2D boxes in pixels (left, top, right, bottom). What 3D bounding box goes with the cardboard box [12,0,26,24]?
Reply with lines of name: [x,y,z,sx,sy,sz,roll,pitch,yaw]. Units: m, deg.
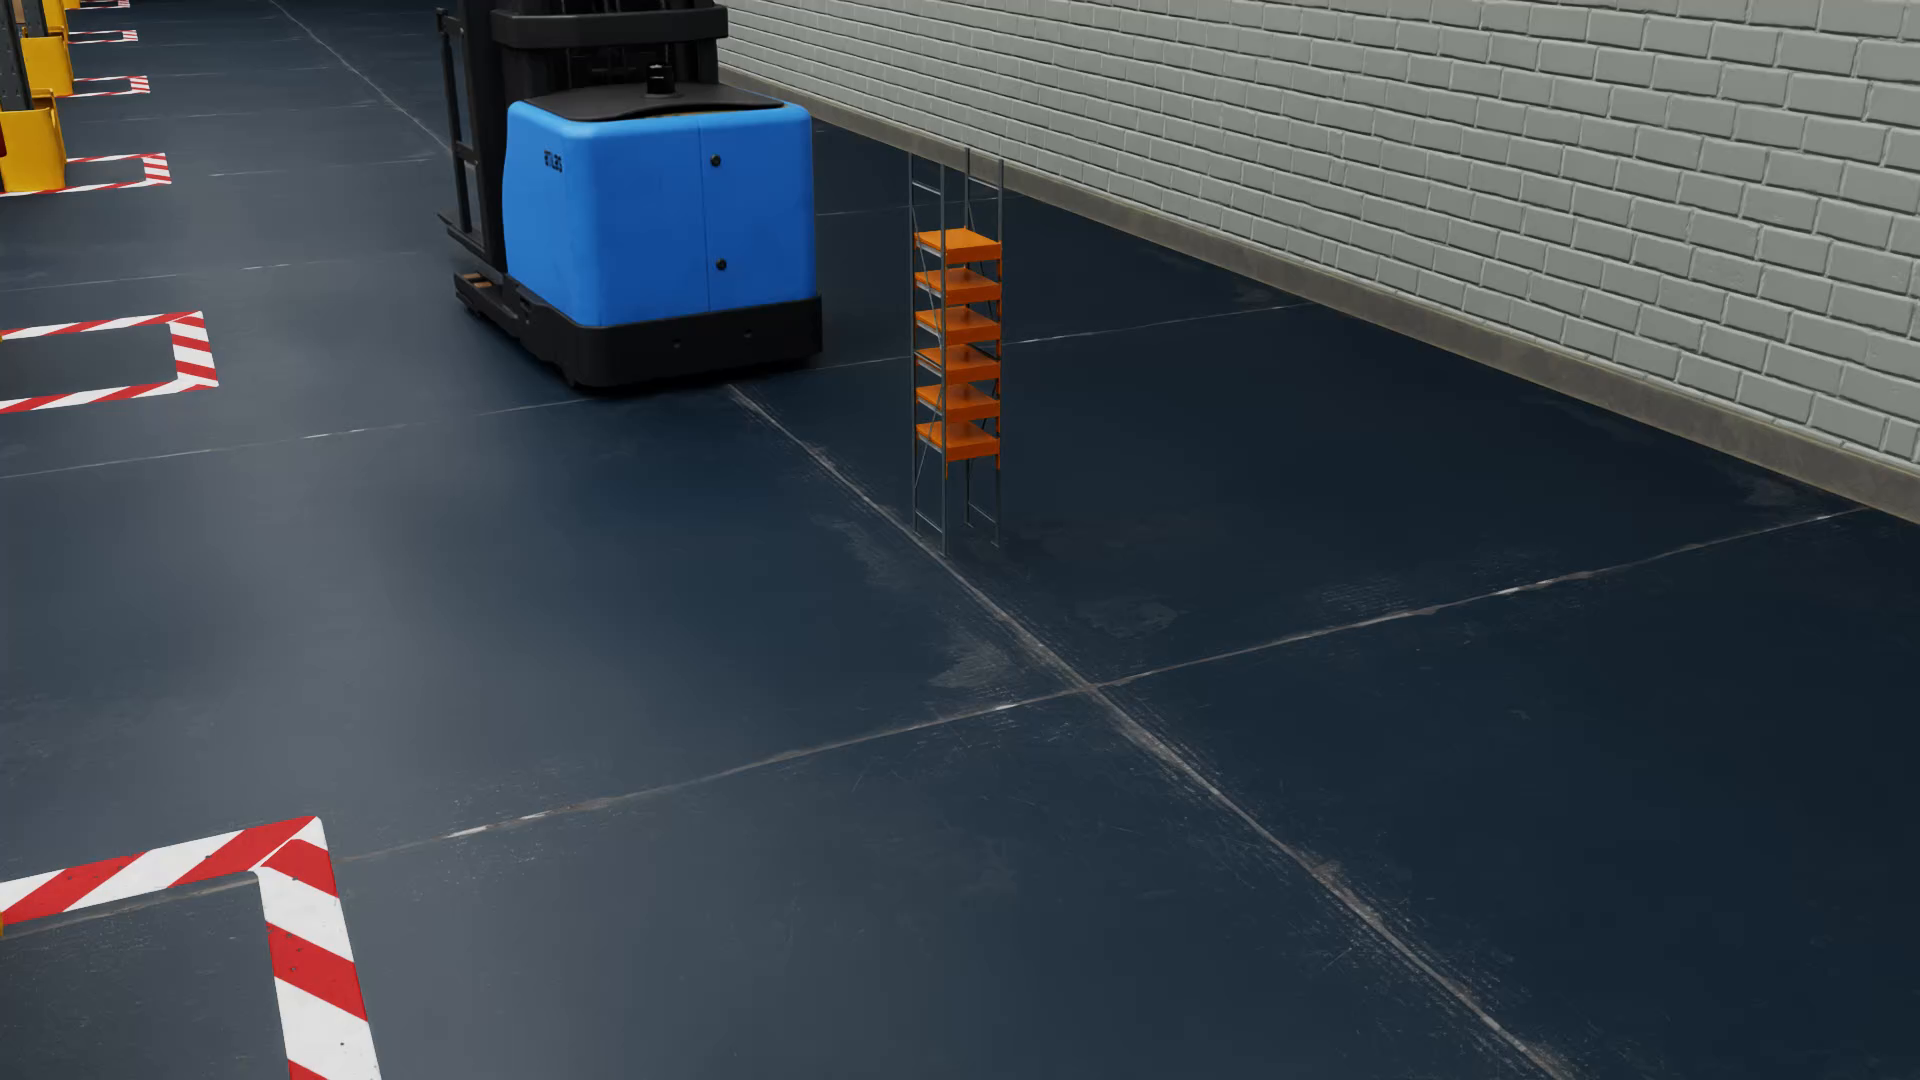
cardboard box: [-10.872,-6.104,18.766,0.500,0.500,0.500,-10,25,-24]

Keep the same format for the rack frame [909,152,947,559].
rack frame: [-0.095,-0.537,4.978,0.006,1.200,0.240,-10,25,-24]

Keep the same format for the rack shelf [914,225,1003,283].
rack shelf: [-0.013,-0.844,4.894,0.180,0.103,0.258,-10,25,-24]

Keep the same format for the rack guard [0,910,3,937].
rack guard: [-1.876,0.751,2.783,0.348,0.500,1.175,-10,25,-24]

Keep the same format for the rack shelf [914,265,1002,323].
rack shelf: [-0.013,-0.733,4.940,0.180,0.103,0.258,-10,25,-24]

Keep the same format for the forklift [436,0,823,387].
forklift: [-1.750,-2.472,7.389,1.130,2.935,3.031,-12,26,-28]

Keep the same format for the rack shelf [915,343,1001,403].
rack shelf: [-0.013,-0.511,5.032,0.180,0.103,0.258,-10,25,-24]

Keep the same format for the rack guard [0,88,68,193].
rack guard: [-6.174,-2.665,11.034,0.348,0.500,1.175,-10,25,-24]

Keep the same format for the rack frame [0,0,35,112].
rack frame: [-6.195,-3.816,10.546,0.127,3.000,1.000,-10,25,-24]

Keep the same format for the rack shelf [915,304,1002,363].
rack shelf: [-0.013,-0.622,4.986,0.180,0.103,0.258,-10,25,-24]

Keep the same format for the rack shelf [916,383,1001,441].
rack shelf: [-0.013,-0.400,5.078,0.180,0.103,0.258,-10,25,-24]

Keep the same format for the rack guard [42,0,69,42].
rack guard: [-10.557,-6.063,19.243,0.348,0.500,1.175,-10,25,-24]

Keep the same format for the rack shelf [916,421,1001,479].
rack shelf: [-0.013,-0.289,5.124,0.180,0.103,0.258,-10,25,-24]

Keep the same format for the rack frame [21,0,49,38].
rack frame: [-8.344,-5.523,14.670,0.127,3.000,1.000,-10,25,-24]

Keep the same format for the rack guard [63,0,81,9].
rack guard: [-12.619,-7.786,23.405,0.348,0.500,1.175,-10,25,-24]

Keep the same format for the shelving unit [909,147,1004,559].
shelving unit: [-0.013,-0.552,5.015,0.189,1.200,0.258,-10,25,-24]

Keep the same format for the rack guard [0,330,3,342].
rack guard: [-4.204,-0.922,6.824,0.348,0.500,1.175,-10,25,-24]

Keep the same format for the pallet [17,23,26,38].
pallet: [-11.275,-5.797,18.978,1.213,0.211,1.003,-10,25,-24]

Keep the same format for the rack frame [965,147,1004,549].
rack frame: [0.069,-0.567,5.051,0.006,1.200,0.240,-10,25,-24]

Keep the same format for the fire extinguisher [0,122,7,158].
fire extinguisher: [-3.708,-1.764,6.179,0.183,0.674,0.296,-10,25,-24]

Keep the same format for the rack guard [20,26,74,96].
rack guard: [-8.328,-4.376,15.168,0.348,0.500,1.175,-10,25,-24]
